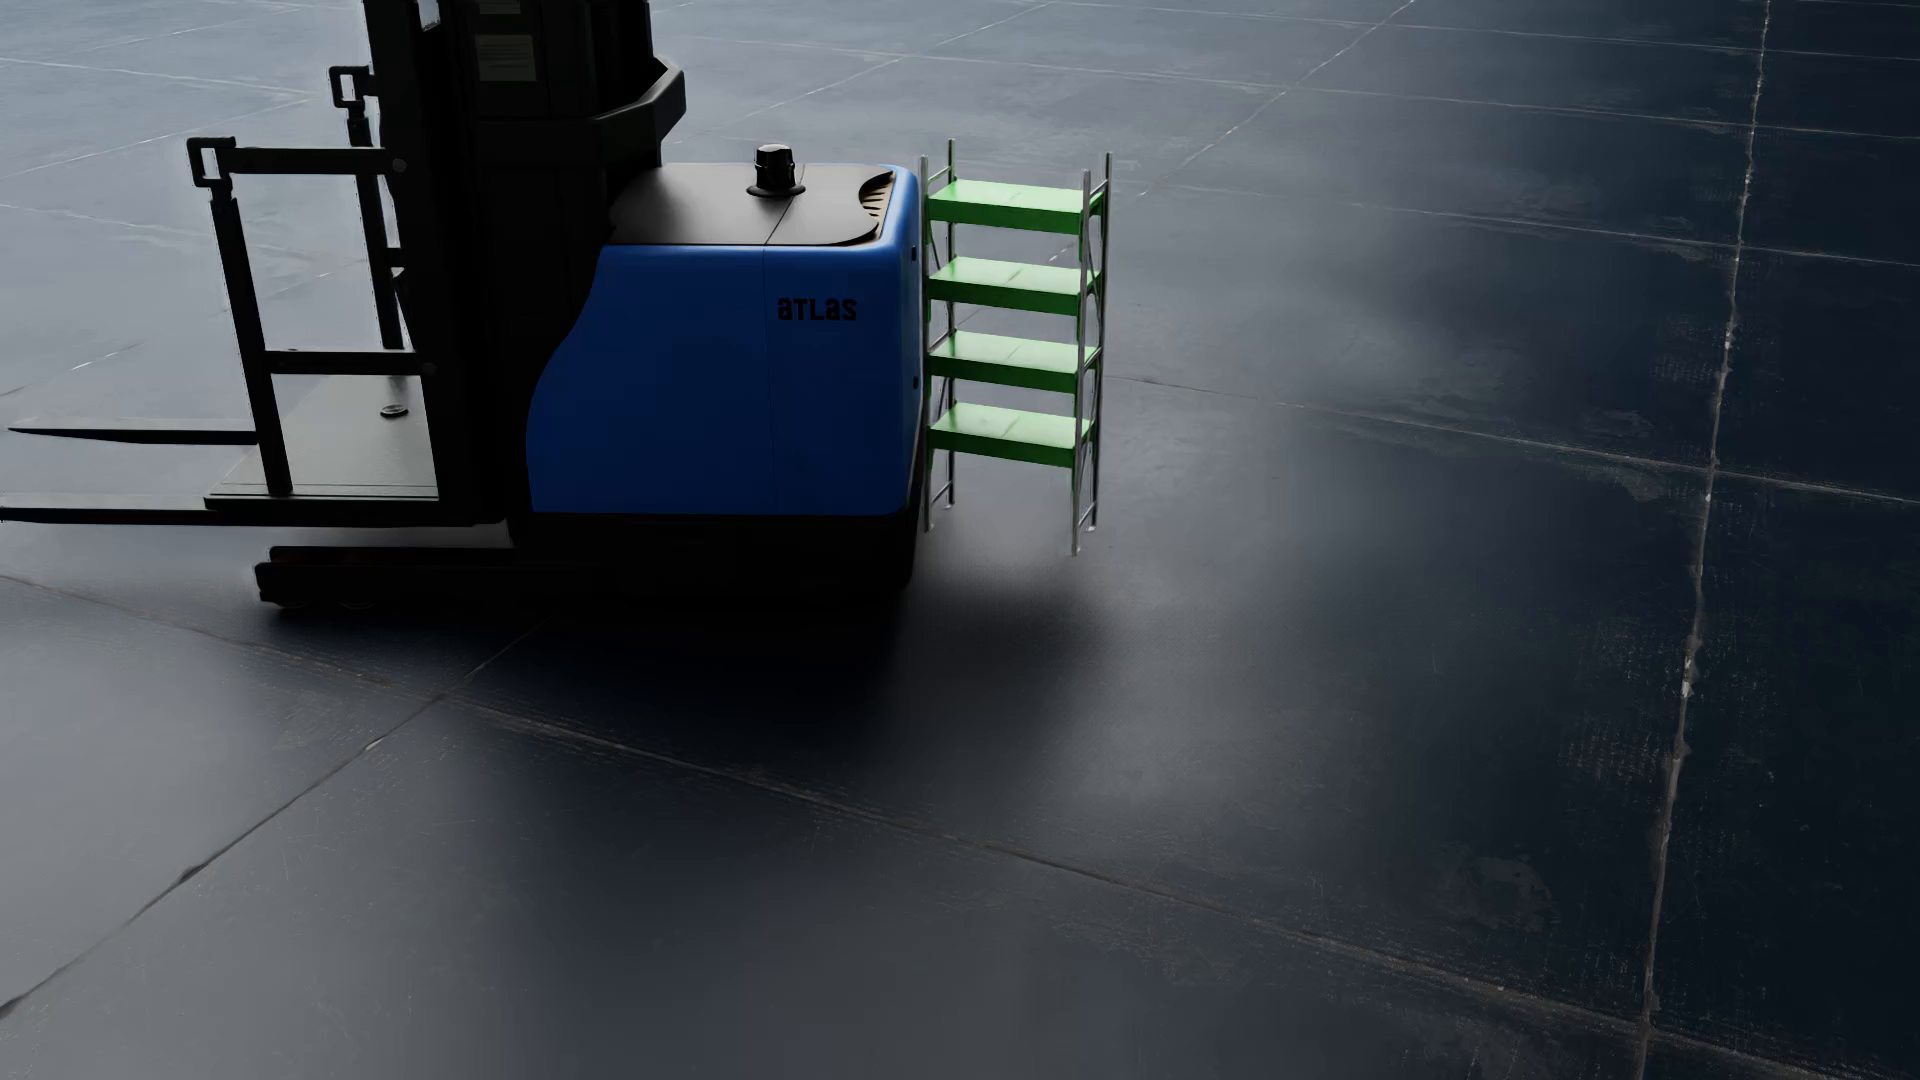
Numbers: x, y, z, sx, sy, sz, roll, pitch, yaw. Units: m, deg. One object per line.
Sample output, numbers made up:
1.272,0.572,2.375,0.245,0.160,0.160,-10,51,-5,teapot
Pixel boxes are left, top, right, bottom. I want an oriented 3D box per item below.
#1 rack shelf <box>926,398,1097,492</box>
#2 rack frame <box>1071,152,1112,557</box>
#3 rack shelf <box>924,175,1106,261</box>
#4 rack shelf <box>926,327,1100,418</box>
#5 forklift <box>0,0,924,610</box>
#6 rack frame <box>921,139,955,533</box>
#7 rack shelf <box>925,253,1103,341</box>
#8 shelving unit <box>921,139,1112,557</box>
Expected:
0.164,-0.301,5.191,0.480,0.148,0.258,9,28,18,rack shelf
0.392,-0.536,4.980,0.015,1.200,0.240,9,28,18,rack frame
0.164,-0.947,4.873,0.480,0.148,0.258,9,28,18,rack shelf
0.164,-0.516,5.085,0.480,0.148,0.258,9,28,18,rack shelf
-1.646,-1.344,4.662,3.031,2.935,1.130,1,26,1,forklift
-0.065,-0.611,5.133,0.015,1.200,0.240,9,28,18,rack frame
0.164,-0.731,4.979,0.480,0.148,0.258,9,28,18,rack shelf
0.164,-0.573,5.056,0.503,1.200,0.258,9,28,18,shelving unit
